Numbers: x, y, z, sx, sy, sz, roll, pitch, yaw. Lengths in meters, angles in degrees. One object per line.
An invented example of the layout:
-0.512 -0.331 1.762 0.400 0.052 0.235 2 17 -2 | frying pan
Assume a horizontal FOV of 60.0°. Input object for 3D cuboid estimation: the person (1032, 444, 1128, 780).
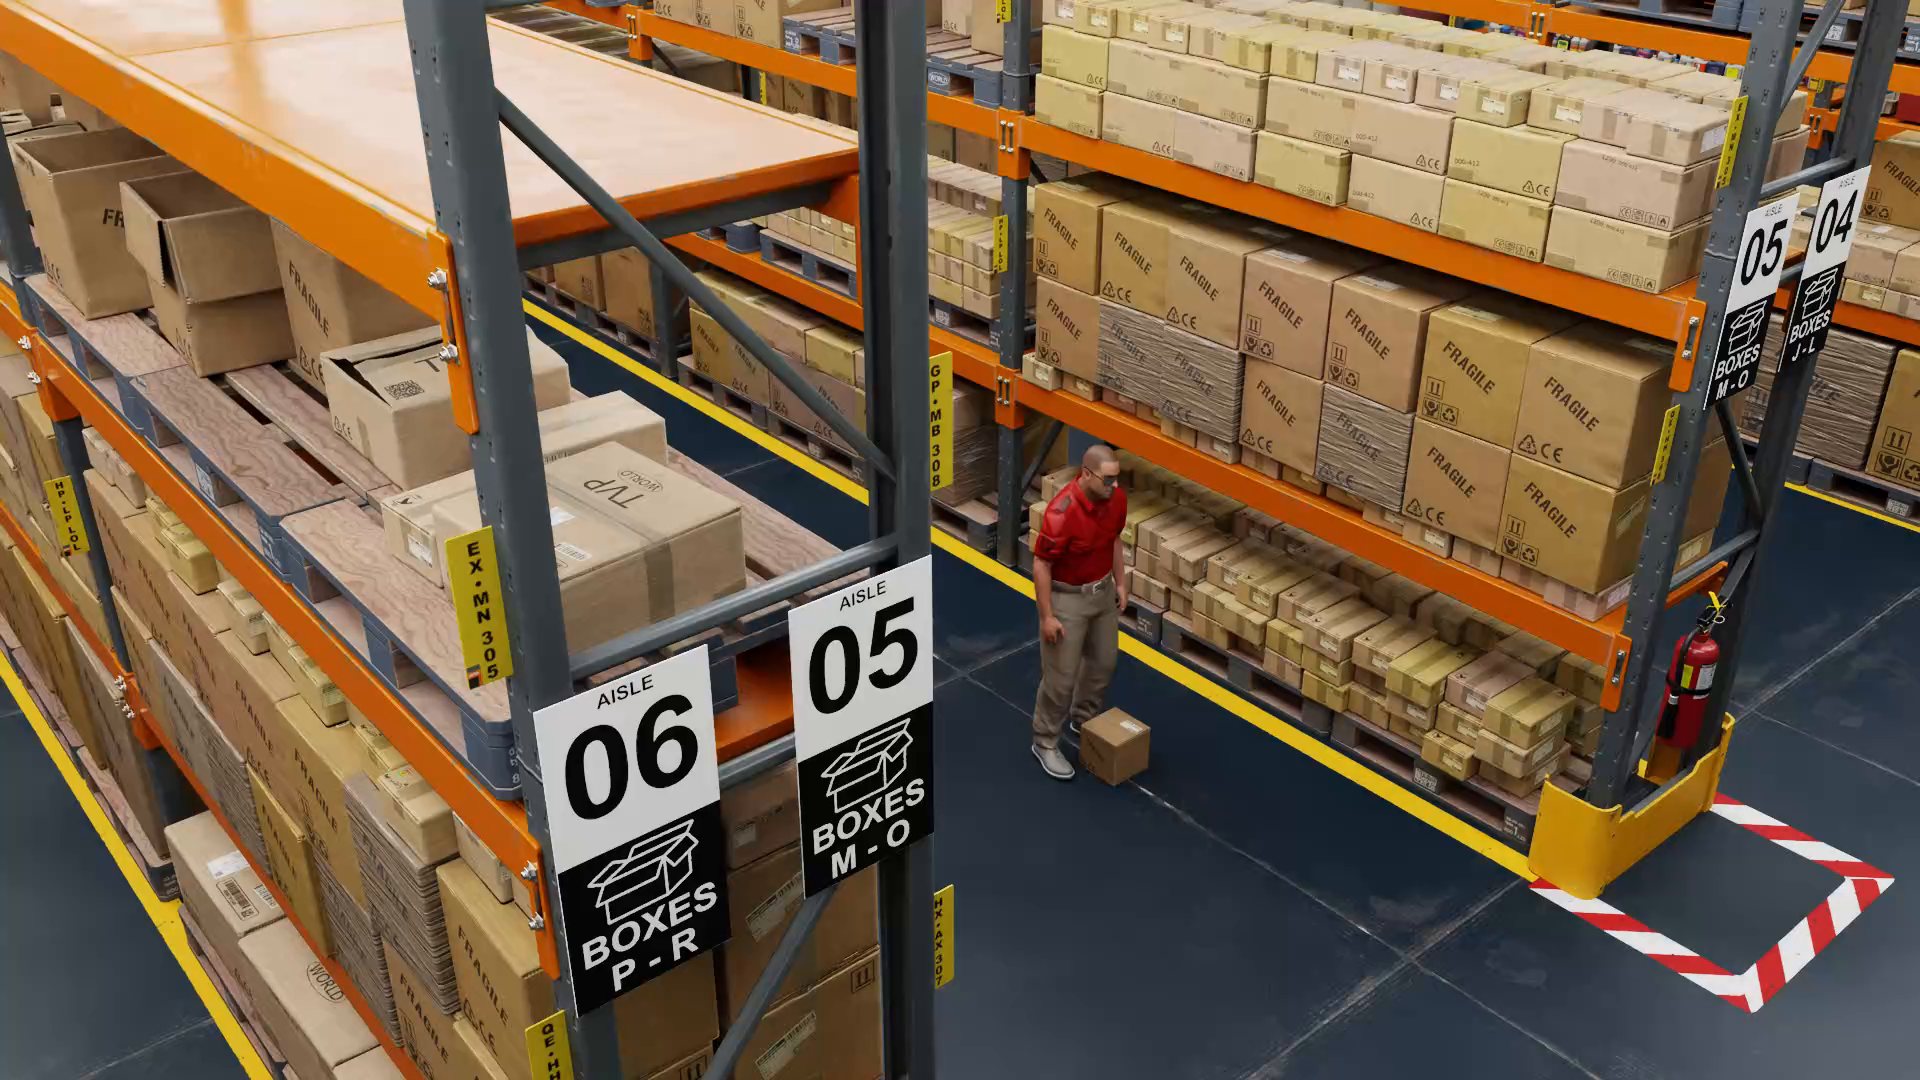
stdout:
0.606 0.308 8.231 0.589 1.726 0.393 -23 35 -36 | person
